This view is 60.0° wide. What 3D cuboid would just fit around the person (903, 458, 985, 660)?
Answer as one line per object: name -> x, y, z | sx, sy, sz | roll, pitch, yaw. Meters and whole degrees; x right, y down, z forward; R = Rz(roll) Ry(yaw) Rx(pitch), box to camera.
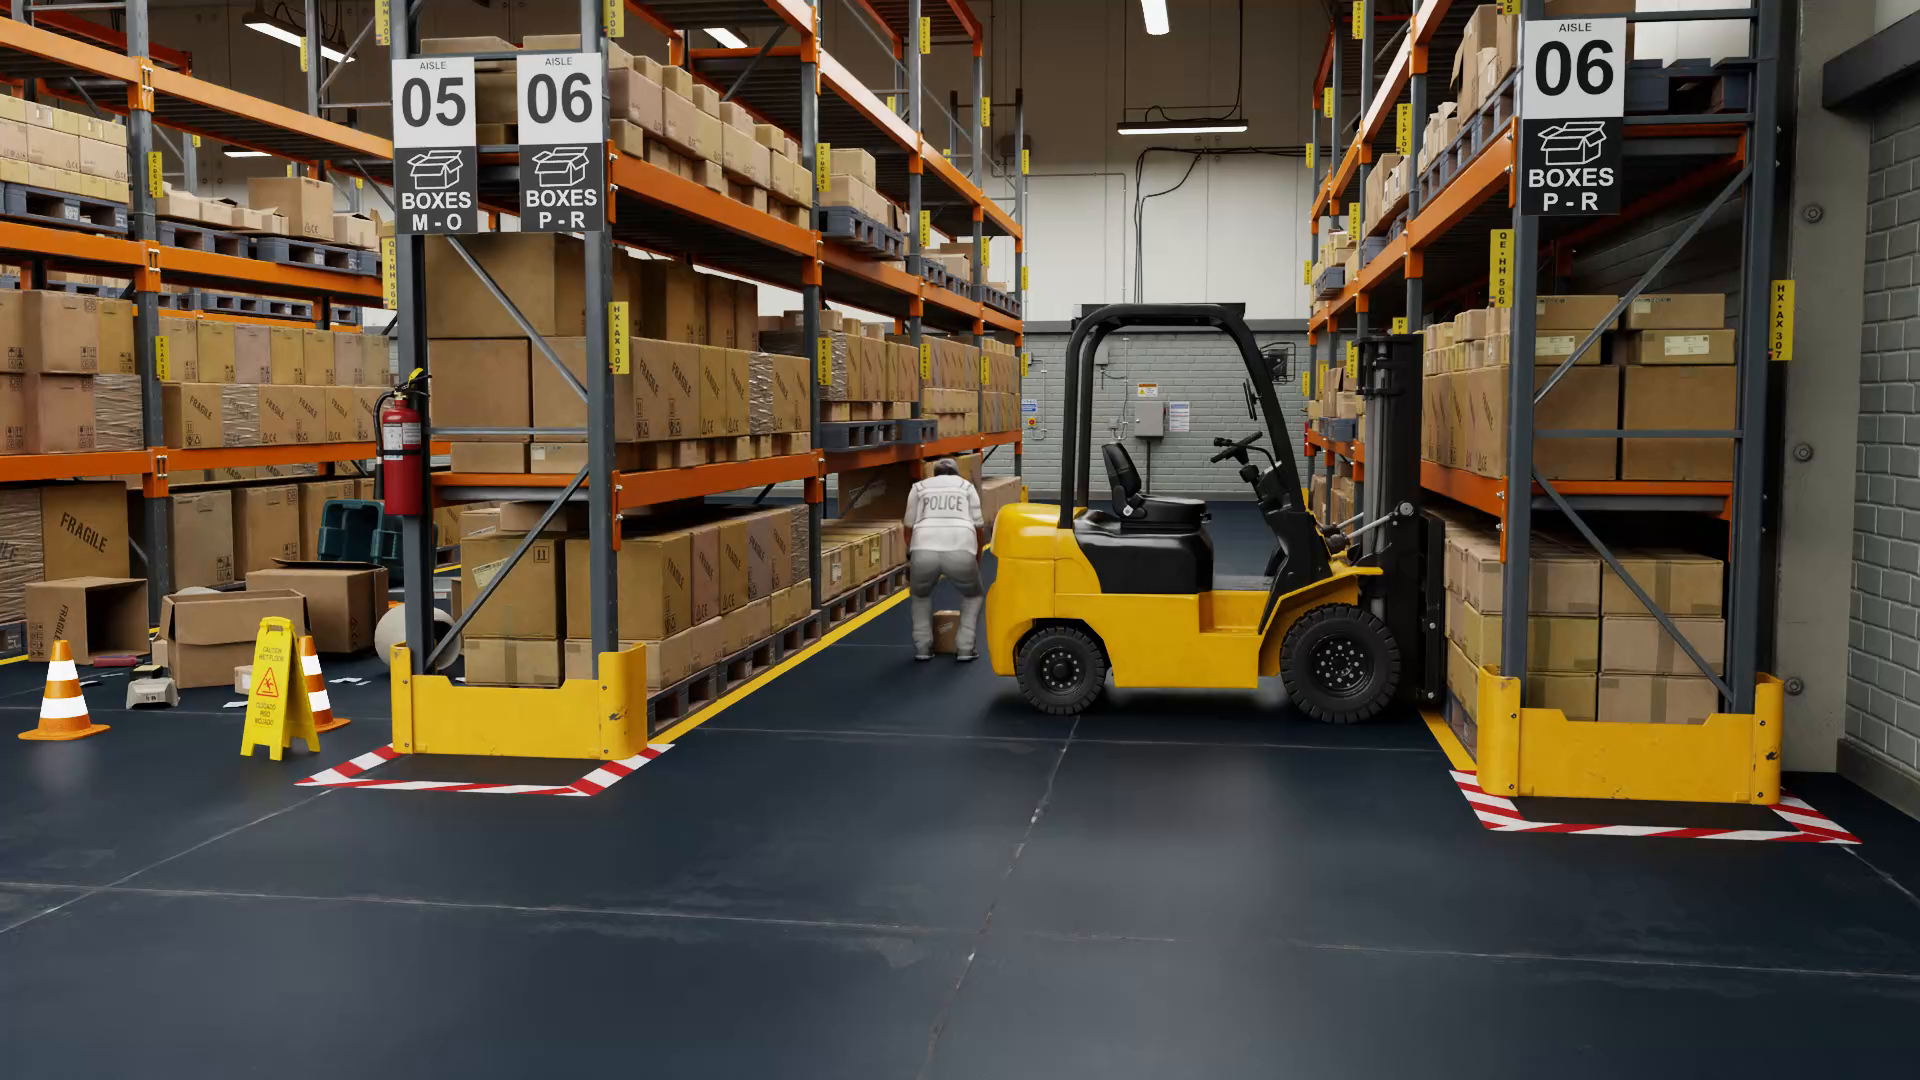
person -> -0.118, 0.122, 10.741 | 0.537, 1.294, 0.774 | 1, 5, 8
